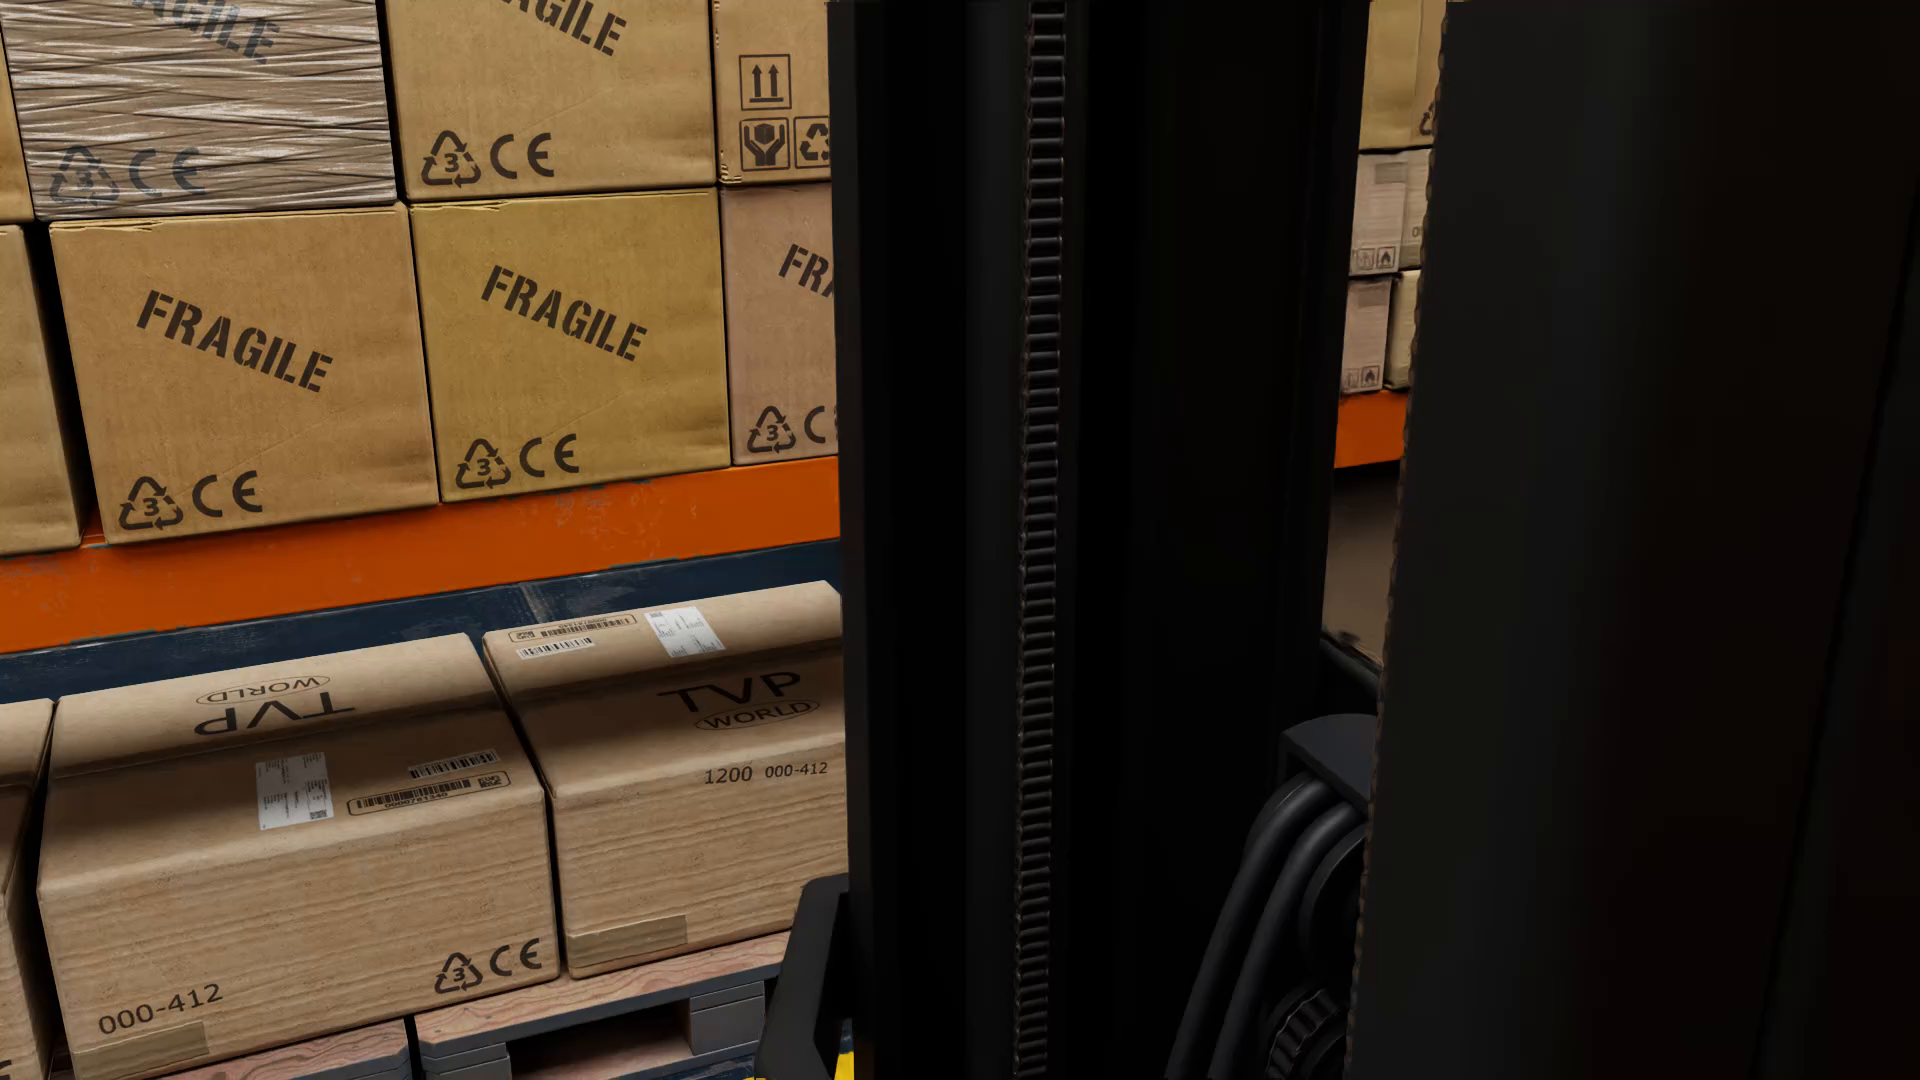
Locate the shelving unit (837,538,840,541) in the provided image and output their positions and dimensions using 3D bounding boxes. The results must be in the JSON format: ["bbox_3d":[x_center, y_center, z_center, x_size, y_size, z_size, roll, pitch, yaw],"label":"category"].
[{"bbox_3d":[0.078,-0.719,6.305,1.048,1.500,0.538,-8,21,-22],"label":"shelving unit"}]

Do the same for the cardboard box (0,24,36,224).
[{"bbox_3d":[-1.664,-0.739,2.449,0.500,0.500,0.500,-8,21,-22],"label":"cardboard box"}]

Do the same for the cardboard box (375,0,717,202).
[{"bbox_3d":[-0.737,-0.872,2.827,0.500,0.500,0.500,-8,21,-23],"label":"cardboard box"}]

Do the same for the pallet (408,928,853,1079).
[{"bbox_3d":[-0.673,0.827,3.855,1.213,0.211,1.003,-8,21,-22],"label":"pallet"}]

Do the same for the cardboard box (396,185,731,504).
[{"bbox_3d":[-0.738,-0.403,3.000,0.500,0.500,0.500,-9,21,-23],"label":"cardboard box"}]

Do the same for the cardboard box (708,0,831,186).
[{"bbox_3d":[-0.267,-0.937,3.010,0.500,0.500,0.500,-8,21,-22],"label":"cardboard box"}]

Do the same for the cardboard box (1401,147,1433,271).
[{"bbox_3d":[1.040,-0.778,3.689,0.500,0.250,0.500,-8,21,-21],"label":"cardboard box"}]

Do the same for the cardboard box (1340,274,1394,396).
[{"bbox_3d":[0.565,-0.471,3.569,0.500,0.250,0.500,-9,21,-23],"label":"cardboard box"}]

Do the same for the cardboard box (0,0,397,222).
[{"bbox_3d":[-1.200,-0.803,2.629,0.500,0.500,0.500,-8,21,-21],"label":"cardboard box"}]

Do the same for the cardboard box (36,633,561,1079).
[{"bbox_3d":[-1.384,0.614,3.487,0.875,0.438,0.875,-9,21,-24],"label":"cardboard box"}]

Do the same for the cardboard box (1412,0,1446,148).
[{"bbox_3d":[1.030,-1.129,3.555,0.500,0.500,0.500,-8,21,-22],"label":"cardboard box"}]

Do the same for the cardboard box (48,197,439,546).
[{"bbox_3d":[-1.194,-0.332,2.799,0.500,0.500,0.500,-8,21,-23],"label":"cardboard box"}]

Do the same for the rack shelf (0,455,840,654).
[{"bbox_3d":[-1.780,0.038,2.980,4.000,0.370,1.077,-8,21,-22],"label":"rack shelf"}]

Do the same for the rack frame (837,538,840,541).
[{"bbox_3d":[-0.388,-0.652,6.115,0.032,1.500,0.500,-8,21,-22],"label":"rack frame"}]

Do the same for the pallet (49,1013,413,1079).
[{"bbox_3d":[-1.795,0.989,3.395,1.213,0.211,1.003,-8,21,-22],"label":"pallet"}]

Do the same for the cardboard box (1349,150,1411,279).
[{"bbox_3d":[0.572,-0.701,3.470,0.500,0.250,0.500,-9,21,-23],"label":"cardboard box"}]

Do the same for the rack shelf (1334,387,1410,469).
[{"bbox_3d":[1.893,-0.488,4.475,4.000,0.370,1.077,-8,21,-22],"label":"rack shelf"}]

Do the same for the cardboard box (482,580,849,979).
[{"bbox_3d":[-0.563,0.496,3.822,0.875,0.438,0.875,-8,21,-23],"label":"cardboard box"}]

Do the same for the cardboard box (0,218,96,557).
[{"bbox_3d":[-1.681,-0.268,2.617,0.500,0.500,0.500,-7,21,-20],"label":"cardboard box"}]

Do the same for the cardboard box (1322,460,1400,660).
[{"bbox_3d":[0.594,0.134,4.192,0.875,0.875,0.875,-7,21,-20],"label":"cardboard box"}]

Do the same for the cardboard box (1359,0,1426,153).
[{"bbox_3d":[0.574,-1.053,3.341,0.500,0.500,0.500,-8,21,-21],"label":"cardboard box"}]

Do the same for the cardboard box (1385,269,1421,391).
[{"bbox_3d":[1.040,-0.539,3.763,0.500,0.250,0.500,-9,21,-23],"label":"cardboard box"}]

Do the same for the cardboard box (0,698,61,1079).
[{"bbox_3d":[-2.213,0.732,3.152,0.875,0.438,0.875,-8,21,-20],"label":"cardboard box"}]

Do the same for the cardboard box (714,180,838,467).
[{"bbox_3d":[-0.268,-0.472,3.197,0.500,0.500,0.500,-8,21,-21],"label":"cardboard box"}]
